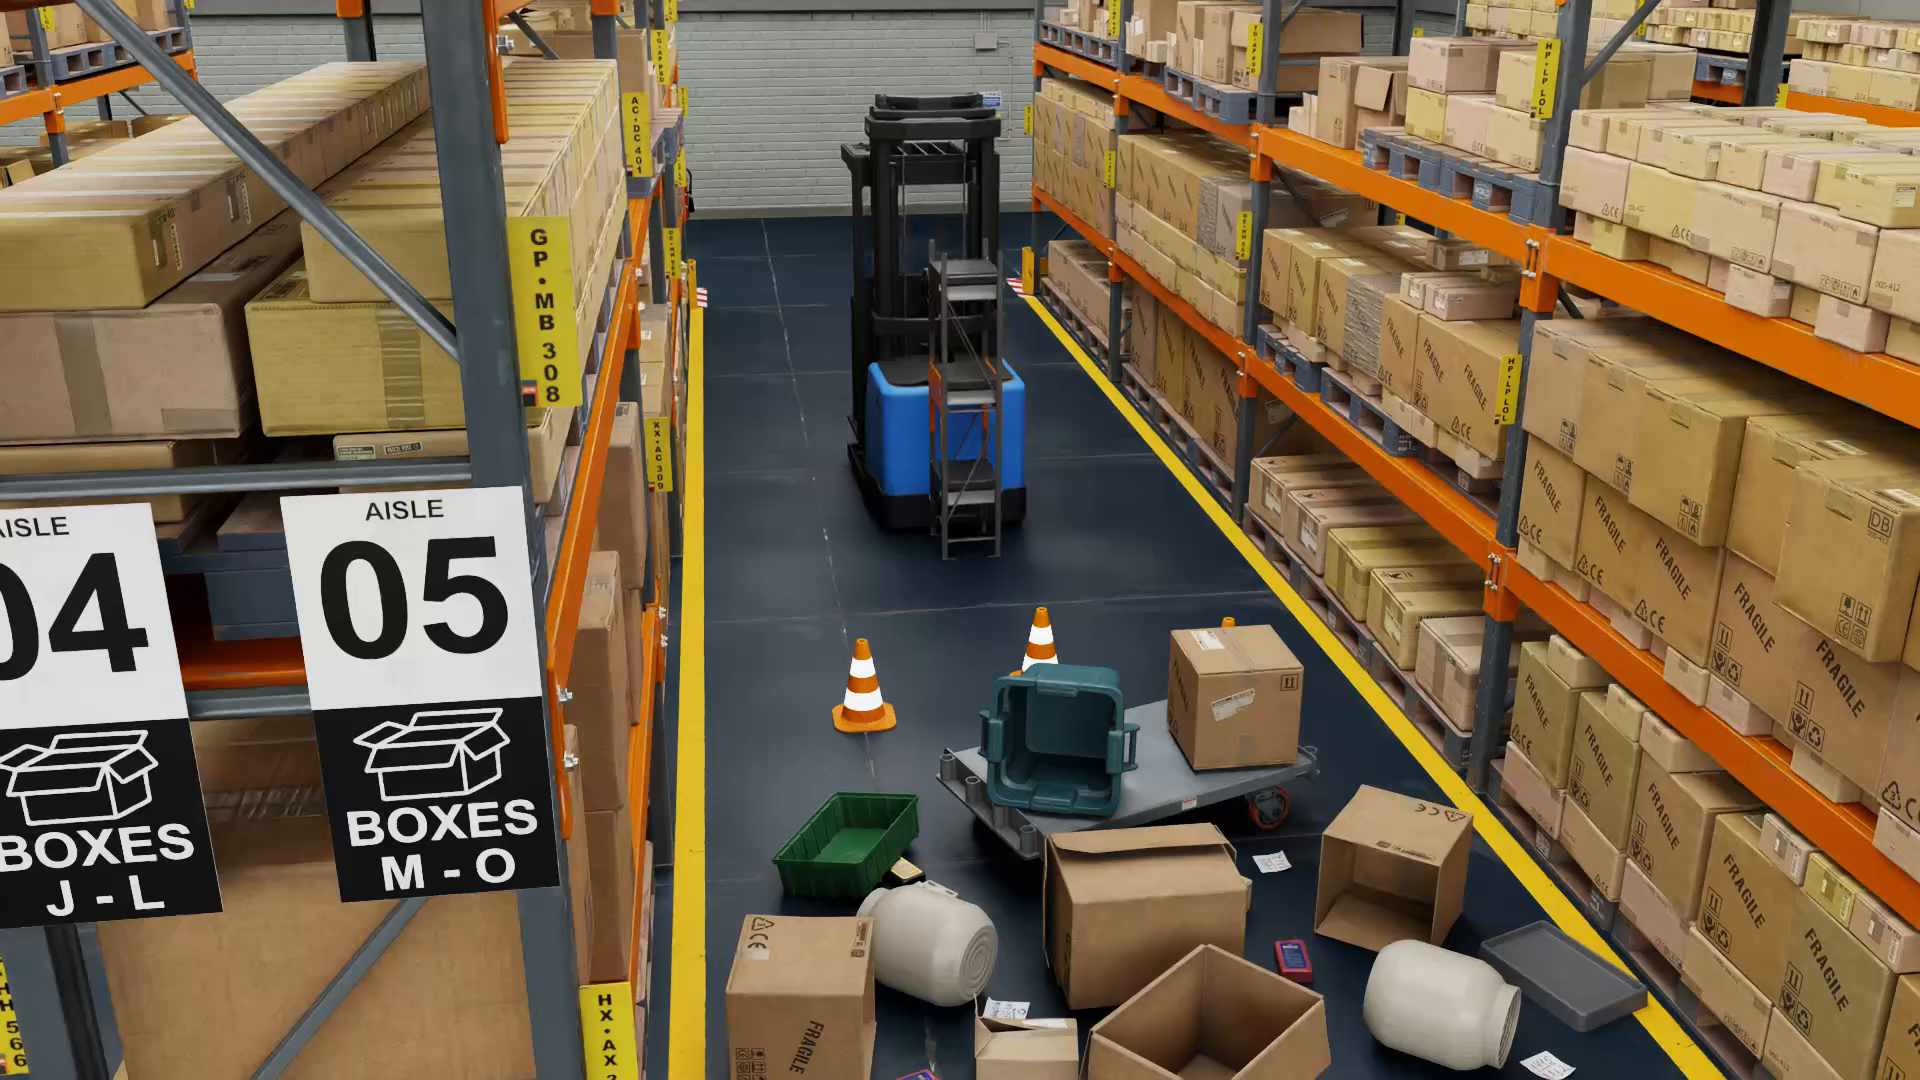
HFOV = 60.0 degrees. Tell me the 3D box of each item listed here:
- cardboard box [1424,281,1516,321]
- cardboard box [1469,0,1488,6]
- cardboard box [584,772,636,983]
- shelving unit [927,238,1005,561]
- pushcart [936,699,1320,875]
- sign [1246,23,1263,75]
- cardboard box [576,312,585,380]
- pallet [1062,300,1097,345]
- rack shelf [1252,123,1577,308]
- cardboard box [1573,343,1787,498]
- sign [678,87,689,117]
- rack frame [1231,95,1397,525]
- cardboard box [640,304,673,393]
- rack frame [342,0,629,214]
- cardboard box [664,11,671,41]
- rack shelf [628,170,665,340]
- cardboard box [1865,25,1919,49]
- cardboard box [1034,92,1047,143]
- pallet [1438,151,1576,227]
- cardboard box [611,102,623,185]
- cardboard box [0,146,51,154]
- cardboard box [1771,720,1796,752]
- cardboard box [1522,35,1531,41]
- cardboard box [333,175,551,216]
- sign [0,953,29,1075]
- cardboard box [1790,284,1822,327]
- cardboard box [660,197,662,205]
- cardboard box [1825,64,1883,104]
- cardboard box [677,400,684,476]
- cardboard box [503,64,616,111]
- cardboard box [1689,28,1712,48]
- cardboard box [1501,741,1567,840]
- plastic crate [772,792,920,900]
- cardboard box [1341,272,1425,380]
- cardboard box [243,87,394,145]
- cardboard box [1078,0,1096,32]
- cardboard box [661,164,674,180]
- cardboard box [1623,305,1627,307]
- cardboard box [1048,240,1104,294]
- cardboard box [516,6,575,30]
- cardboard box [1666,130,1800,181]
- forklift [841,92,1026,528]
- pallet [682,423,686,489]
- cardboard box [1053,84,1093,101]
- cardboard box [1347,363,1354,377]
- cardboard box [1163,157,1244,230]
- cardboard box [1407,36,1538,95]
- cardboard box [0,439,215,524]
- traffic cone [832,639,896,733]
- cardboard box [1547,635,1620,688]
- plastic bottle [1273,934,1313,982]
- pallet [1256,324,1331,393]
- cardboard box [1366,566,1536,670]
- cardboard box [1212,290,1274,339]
[{"bbox_3d":[2.656,-1.247,8.672,0.380,0.149,0.250,-4,21,-9],"label":"cardboard box"},{"bbox_3d":[6.055,-6.122,18.609,0.500,0.250,0.500,-3,21,-8],"label":"cardboard box"},{"bbox_3d":[-1.405,0.910,4.779,0.875,0.550,0.550,-3,21,-8],"label":"cardboard box"},{"bbox_3d":[0.034,-0.939,11.228,0.431,2.100,0.503,-4,21,-10],"label":"shelving unit"},{"bbox_3d":[0.809,1.187,7.999,1.648,0.377,0.936,-11,23,-26],"label":"pushcart"},{"bbox_3d":[1.931,-3.218,10.906,0.100,0.325,0.005,-3,21,-8],"label":"sign"},{"bbox_3d":[-1.091,-0.433,3.917,0.380,0.149,0.250,-3,21,-7],"label":"cardboard box"},{"bbox_3d":[1.694,-2.328,17.647,1.003,0.211,1.213,-3,21,-8],"label":"pallet"},{"bbox_3d":[2.770,-1.934,9.349,1.077,0.370,4.000,-3,21,-8],"label":"rack shelf"},{"bbox_3d":[2.959,-0.487,6.736,0.700,0.500,0.500,-3,21,-7],"label":"cardboard box"},{"bbox_3d":[-3.003,-4.755,18.055,0.100,0.325,0.005,-3,21,-8],"label":"sign"},{"bbox_3d":[2.482,-1.559,11.602,1.000,3.000,0.127,-3,21,-8],"label":"rack frame"},{"bbox_3d":[-2.071,-1.178,10.441,0.500,0.500,0.500,-3,21,-8],"label":"cardboard box"},{"bbox_3d":[-1.826,-2.699,6.082,1.000,3.000,0.127,-3,21,-8],"label":"rack frame"},{"bbox_3d":[-2.937,-4.754,15.371,0.500,0.250,0.500,-3,21,-7],"label":"cardboard box"},{"bbox_3d":[-2.114,-1.650,8.587,1.077,0.370,4.000,-3,21,-8],"label":"rack shelf"},{"bbox_3d":[7.029,-3.761,12.432,0.380,0.149,0.250,-4,21,-10],"label":"cardboard box"},{"bbox_3d":[1.116,-4.663,18.342,0.500,0.500,0.500,-3,21,-9],"label":"cardboard box"},{"bbox_3d":[3.075,-1.710,7.989,1.213,0.211,1.003,-3,21,-8],"label":"pallet"},{"bbox_3d":[-1.501,-1.449,6.069,0.500,0.250,0.500,-3,21,-8],"label":"cardboard box"},{"bbox_3d":[-8.300,-3.183,14.670,0.500,0.500,0.500,-3,21,-7],"label":"cardboard box"},{"bbox_3d":[3.168,0.680,5.968,0.380,0.149,0.250,-3,21,-8],"label":"cardboard box"},{"bbox_3d":[6.215,-5.302,17.697,0.380,0.149,0.250,-3,21,-8],"label":"cardboard box"},{"bbox_3d":[-1.017,-0.627,3.297,0.380,0.149,0.250,-3,21,-7],"label":"cardboard box"},{"bbox_3d":[-1.788,0.865,3.120,0.100,0.325,0.005,-3,21,-8],"label":"sign"},{"bbox_3d":[3.082,-0.806,5.659,0.380,0.149,0.250,-3,21,-7],"label":"cardboard box"},{"bbox_3d":[-2.728,-2.888,14.069,0.380,0.149,0.250,-2,21,-5],"label":"cardboard box"},{"bbox_3d":[7.005,-3.485,12.686,0.500,0.250,0.500,-3,21,-8],"label":"cardboard box"},{"bbox_3d":[-2.328,-0.731,12.360,0.500,0.500,0.500,-3,21,-7],"label":"cardboard box"},{"bbox_3d":[-1.421,-1.596,5.890,0.380,0.149,0.250,-3,21,-8],"label":"cardboard box"},{"bbox_3d":[6.554,-4.337,14.369,0.380,0.149,0.250,-3,21,-7],"label":"cardboard box"},{"bbox_3d":[2.876,1.136,7.718,0.500,0.250,0.500,-4,21,-10],"label":"cardboard box"},{"bbox_3d":[-0.504,1.395,7.630,0.450,0.188,0.662,-2,18,24],"label":"plastic crate"},{"bbox_3d":[2.547,-1.237,9.573,0.500,0.500,0.500,-4,21,-10],"label":"cardboard box"},{"bbox_3d":[-1.961,-1.298,5.092,0.380,0.149,0.250,-3,21,-7],"label":"cardboard box"},{"bbox_3d":[1.471,-5.319,16.496,0.500,0.500,0.500,-3,21,-7],"label":"cardboard box"},{"bbox_3d":[-2.803,-3.482,14.755,0.500,0.500,0.500,-2,21,-6],"label":"cardboard box"},{"bbox_3d":[6.663,-2.042,15.869,0.500,0.500,0.500,-2,21,-5],"label":"cardboard box"},{"bbox_3d":[1.523,-3.101,18.795,0.875,0.438,0.875,-4,21,-10],"label":"cardboard box"},{"bbox_3d":[-2.923,-3.656,11.693,0.396,0.266,0.258,-3,21,-8],"label":"cardboard box"},{"bbox_3d":[2.888,-1.437,6.207,0.380,0.149,0.250,-3,21,-8],"label":"cardboard box"},{"bbox_3d":[-0.296,-1.940,12.721,1.130,2.935,3.031,-4,21,-10],"label":"forklift"},{"bbox_3d":[-2.686,-0.660,13.181,1.003,0.211,1.213,-3,21,-8],"label":"pallet"},{"bbox_3d":[1.194,-4.738,17.615,0.380,0.149,0.250,-4,21,-10],"label":"cardboard box"},{"bbox_3d":[2.556,-1.048,9.993,0.380,0.149,0.250,-2,21,-6],"label":"cardboard box"},{"bbox_3d":[1.935,-2.765,13.260,0.500,0.500,0.500,-3,21,-9],"label":"cardboard box"},{"bbox_3d":[2.680,-2.486,8.698,0.500,0.250,0.500,-3,21,-7],"label":"cardboard box"},{"bbox_3d":[-1.632,-0.133,3.115,0.380,0.149,0.250,-3,21,-8],"label":"cardboard box"},{"bbox_3d":[-0.525,0.759,9.023,0.336,0.463,0.334,-3,21,-8],"label":"traffic cone"},{"bbox_3d":[2.835,0.527,7.350,0.380,0.149,0.250,-3,21,-7],"label":"cardboard box"},{"bbox_3d":[1.388,1.744,6.959,0.133,0.061,0.283,1,20,2],"label":"plastic bottle"},{"bbox_3d":[2.690,-1.227,10.990,1.213,0.211,1.003,-3,21,-8],"label":"pallet"},{"bbox_3d":[2.873,0.430,9.432,0.950,0.372,0.625,-2,21,-4],"label":"cardboard box"},{"bbox_3d":[2.152,-1.650,12.062,0.500,0.250,0.500,-4,21,-10],"label":"cardboard box"}]
